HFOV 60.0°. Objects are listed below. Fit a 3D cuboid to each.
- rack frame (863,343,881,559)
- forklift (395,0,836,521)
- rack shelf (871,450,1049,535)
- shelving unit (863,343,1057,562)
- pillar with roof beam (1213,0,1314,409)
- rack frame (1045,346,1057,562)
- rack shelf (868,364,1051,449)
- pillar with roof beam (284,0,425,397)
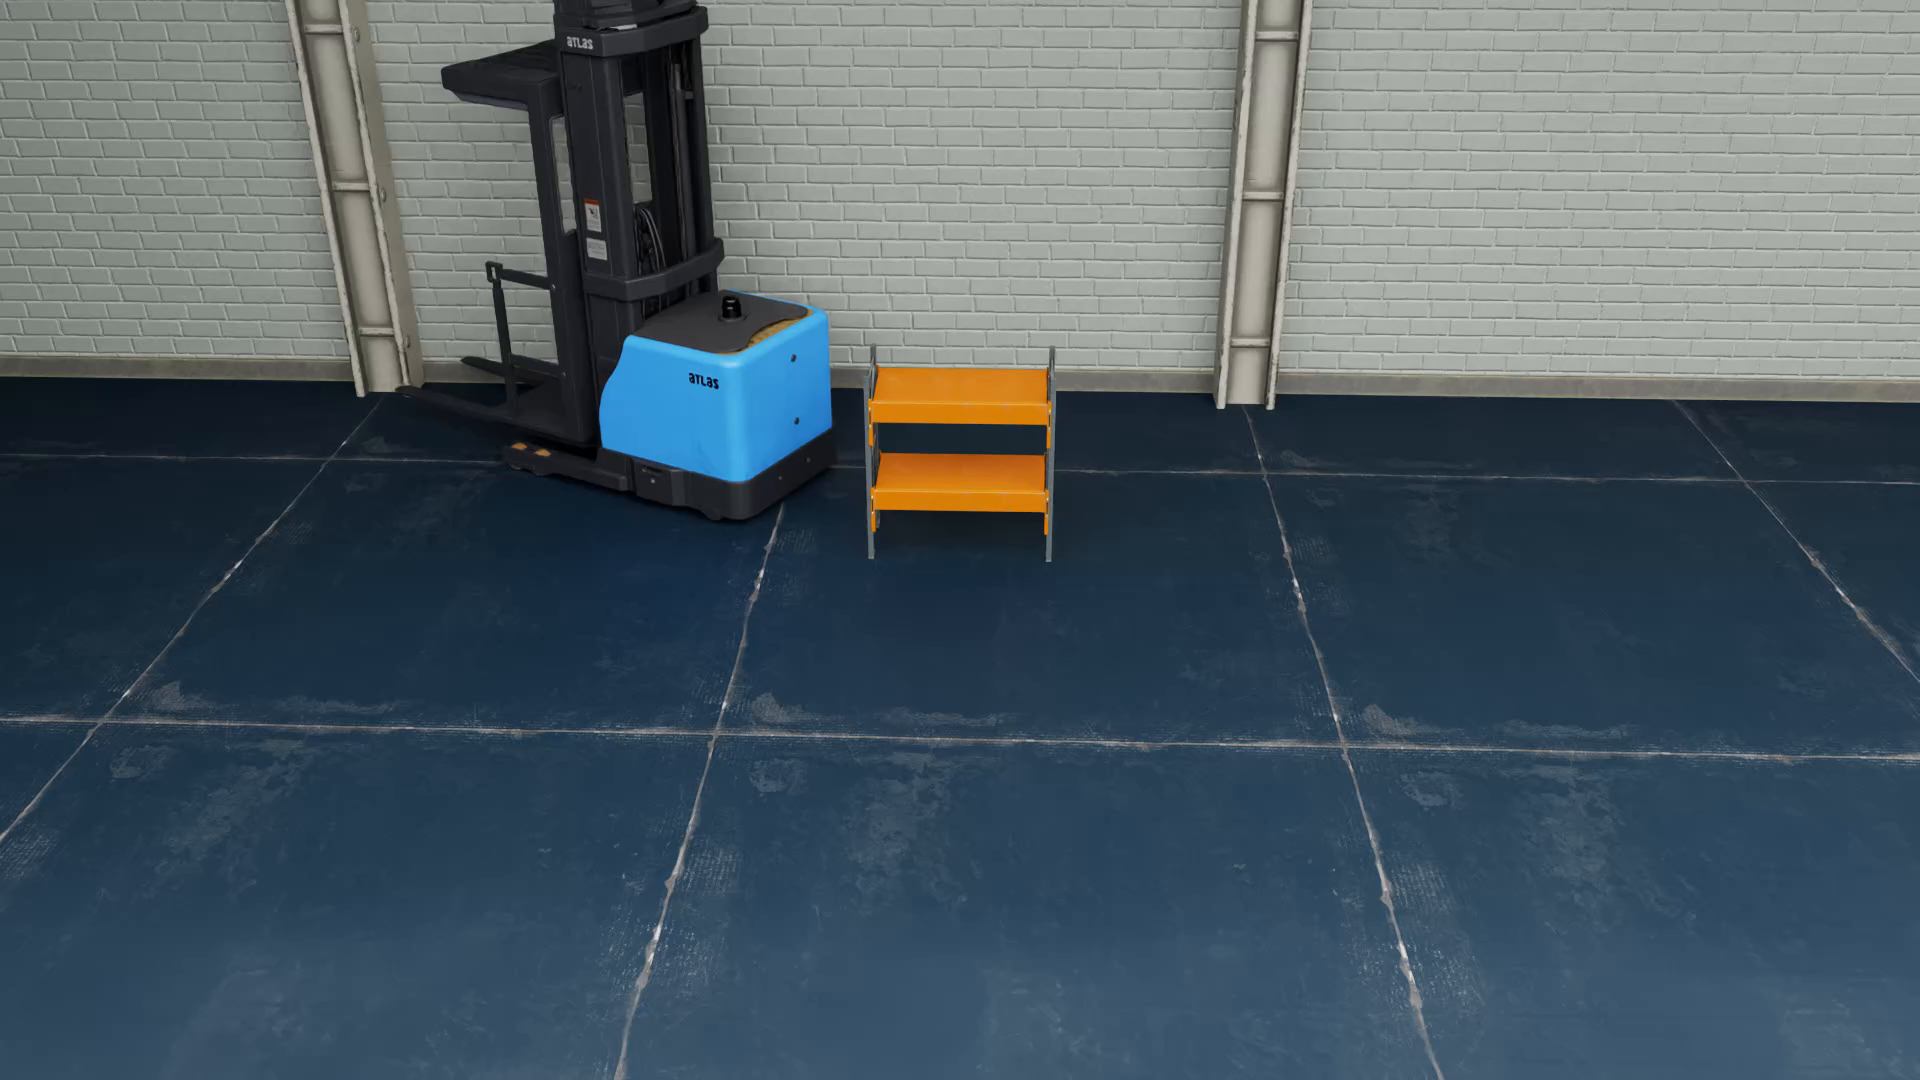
[{"bbox_3d":[-0.501,-0.505,9.502,0.032,1.125,0.500,1,28,2],"label":"rack frame"},{"bbox_3d":[-2.323,-1.897,10.200,3.031,2.935,1.130,15,31,26],"label":"forklift"},{"bbox_3d":[0.007,-0.281,9.601,1.000,0.278,0.538,1,28,2],"label":"rack shelf"},{"bbox_3d":[0.007,-0.497,9.486,1.048,1.125,0.538,1,28,2],"label":"shelving unit"},{"bbox_3d":[1.820,-2.937,5.682,0.400,9.000,9.100,1,28,2],"label":"pillar with roof beam"},{"bbox_3d":[0.515,-0.488,9.470,0.032,1.125,0.500,1,28,2],"label":"rack frame"},{"bbox_3d":[0.007,-0.755,9.349,1.000,0.278,0.538,1,28,2],"label":"rack shelf"},{"bbox_3d":[-4.176,-3.036,5.869,0.400,9.000,9.100,1,28,2],"label":"pillar with roof beam"}]
